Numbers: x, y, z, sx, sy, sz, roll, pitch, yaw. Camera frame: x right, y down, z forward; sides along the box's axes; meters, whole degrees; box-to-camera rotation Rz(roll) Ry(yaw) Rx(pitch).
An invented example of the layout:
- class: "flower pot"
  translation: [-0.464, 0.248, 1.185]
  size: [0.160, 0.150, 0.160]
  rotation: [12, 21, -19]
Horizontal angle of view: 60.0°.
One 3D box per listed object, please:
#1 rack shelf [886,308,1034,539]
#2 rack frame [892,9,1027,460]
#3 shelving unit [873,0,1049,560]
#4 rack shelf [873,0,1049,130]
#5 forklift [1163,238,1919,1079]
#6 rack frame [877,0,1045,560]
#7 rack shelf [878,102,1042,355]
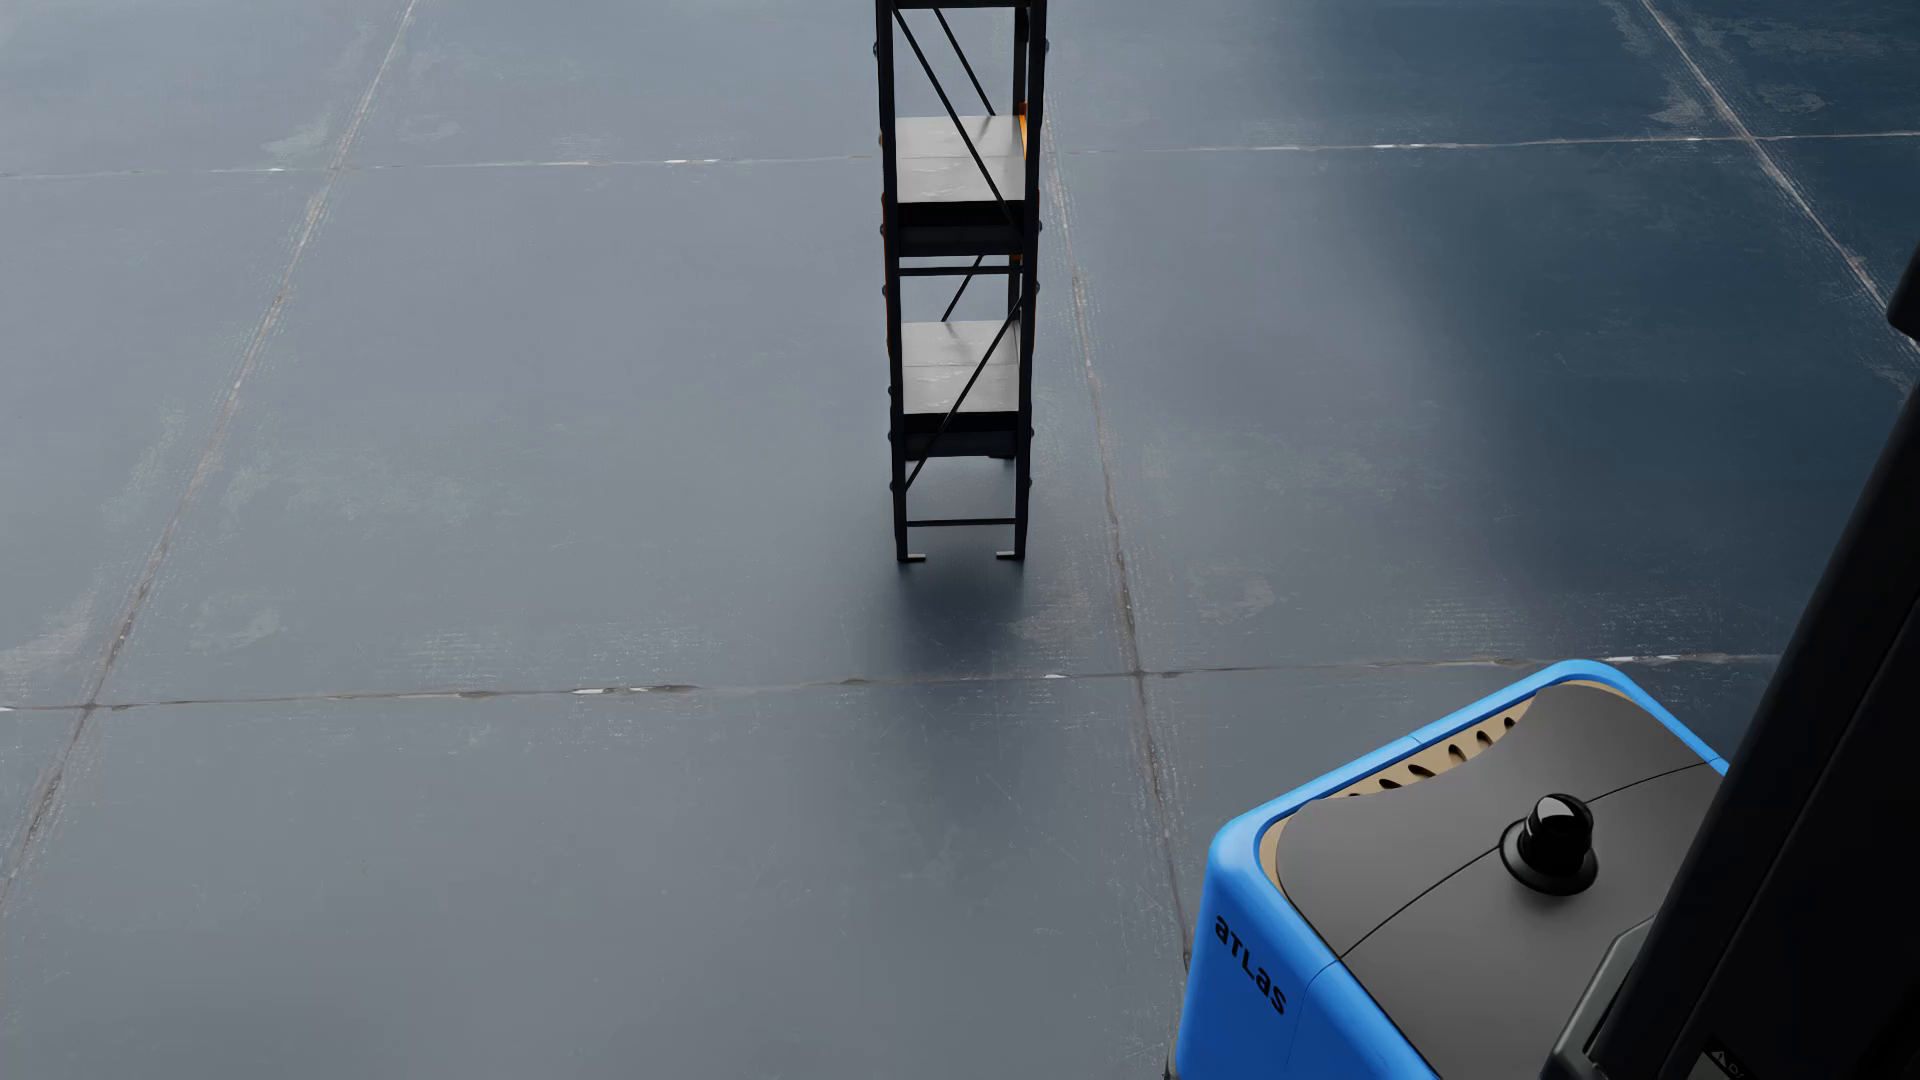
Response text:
- class: "rack shelf"
  translation: [-0.007, -0.360, 5.145]
  size: [0.431, 0.518, 0.480]
  rotation: [-2, 43, -2]
- class: "rack frame"
  translation: [-0.017, -1.050, 4.842]
  size: [0.400, 2.100, 0.015]
  rotation: [-2, 43, -2]
- class: "shelving unit"
  translation: [-0.007, -0.886, 4.662]
  size: [0.431, 2.100, 0.503]
  rotation: [-2, 43, -2]
- class: "rack shelf"
  translation: [-0.007, -1.392, 4.199]
  size: [0.431, 0.518, 0.480]
  rotation: [-2, 43, -2]
- class: "forklift"
  translation: [1.605, 0.962, 2.032]
  size: [1.130, 2.935, 3.031]
  rotation: [-21, 46, -21]
- class: "rack frame"
  translation: [0.003, -0.721, 4.483]
  size: [0.400, 2.100, 0.015]
  rotation: [-2, 43, -2]
- class: "rack shelf"
  translation: [-0.007, -0.876, 4.672]
  size: [0.431, 0.518, 0.480]
  rotation: [-2, 43, -2]
